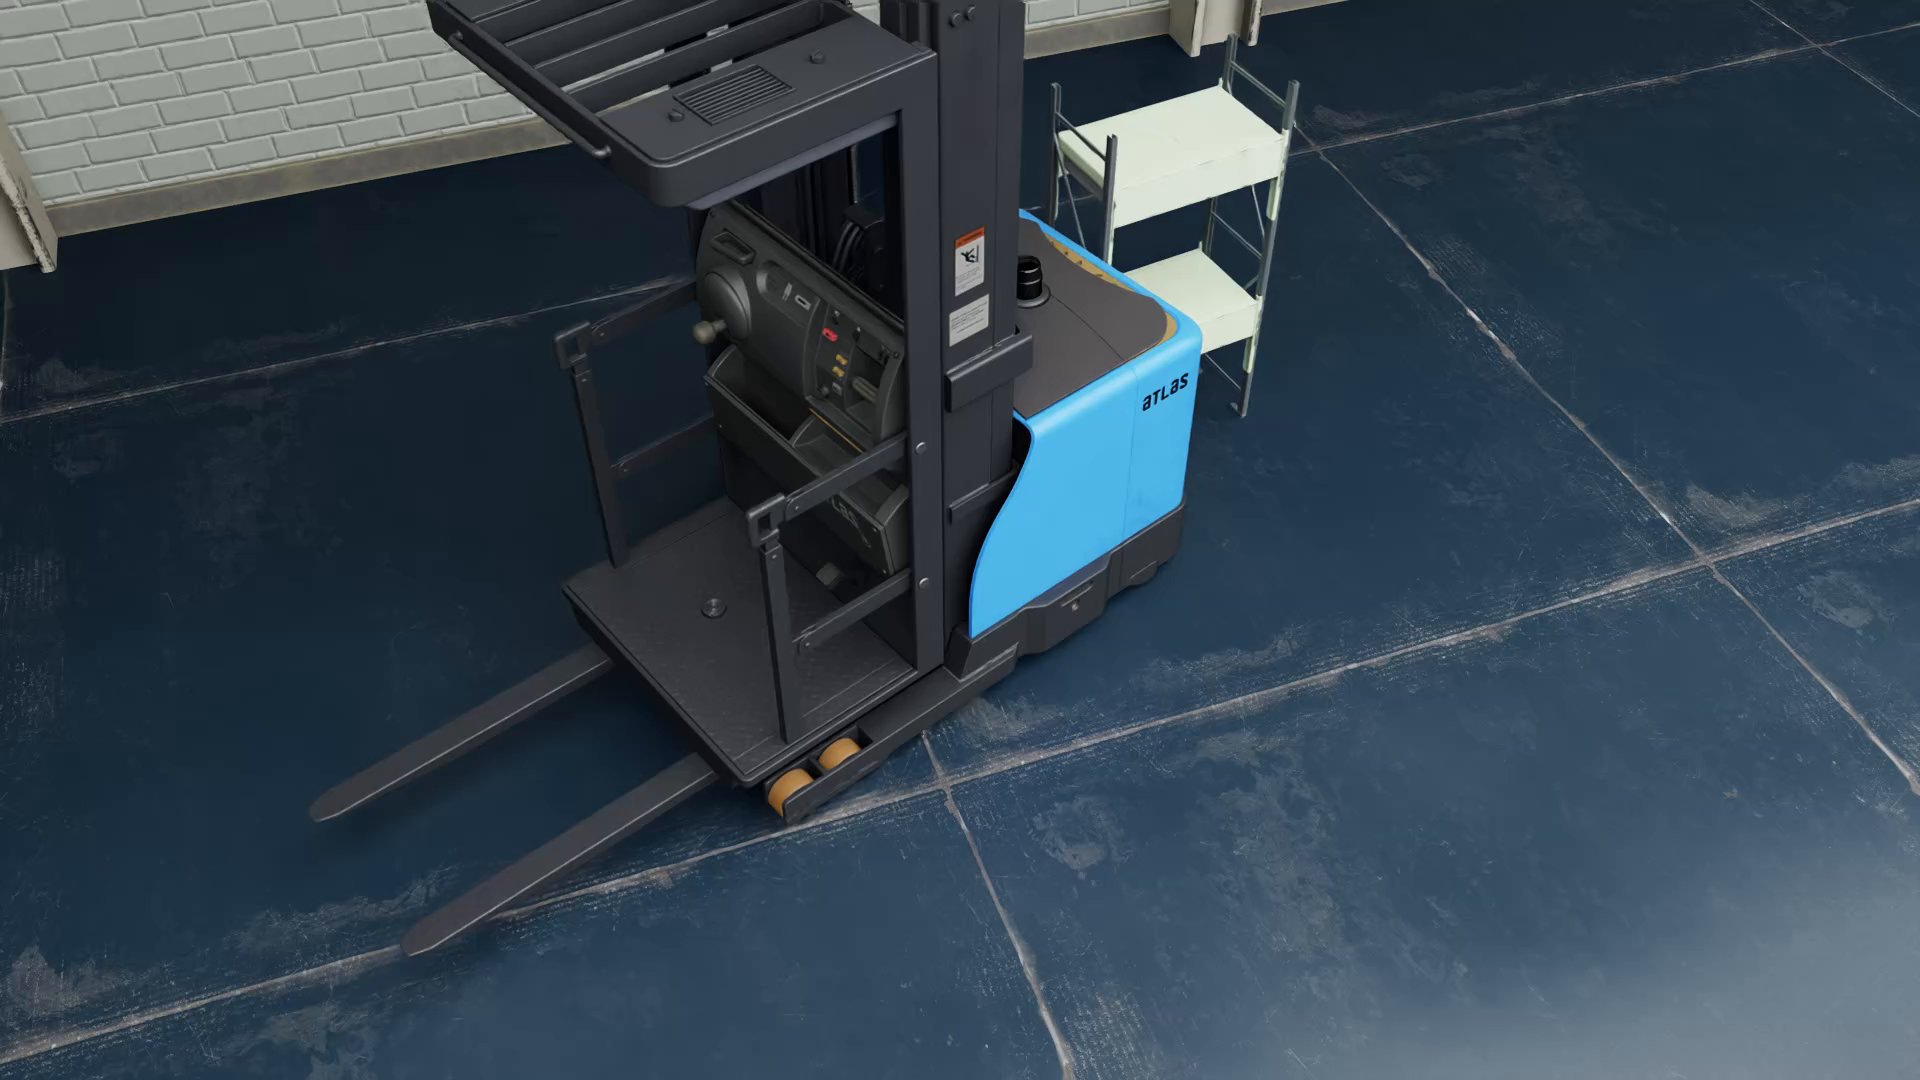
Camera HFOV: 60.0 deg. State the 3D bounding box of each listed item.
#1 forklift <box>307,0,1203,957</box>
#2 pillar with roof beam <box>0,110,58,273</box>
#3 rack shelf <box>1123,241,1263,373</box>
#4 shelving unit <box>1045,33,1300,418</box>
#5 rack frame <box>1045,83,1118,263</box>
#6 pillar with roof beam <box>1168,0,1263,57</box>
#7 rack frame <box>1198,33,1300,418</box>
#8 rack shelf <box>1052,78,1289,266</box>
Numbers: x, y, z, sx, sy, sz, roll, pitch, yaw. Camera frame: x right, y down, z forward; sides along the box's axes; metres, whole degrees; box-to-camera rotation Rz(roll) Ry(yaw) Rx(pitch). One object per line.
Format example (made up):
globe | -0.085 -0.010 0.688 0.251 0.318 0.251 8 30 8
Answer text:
forklift | -0.638 -0.559 4.738 3.031 2.935 1.130 -31 53 -27
pillar with roof beam | -2.829 -1.571 1.462 0.400 9.000 9.100 -14 47 -14
rack shelf | 0.736 -0.801 6.450 0.720 0.370 0.431 -21 49 -20
shelving unit | 0.736 -1.031 6.219 0.755 1.500 0.431 -21 49 -20
rack frame | 0.414 -0.908 6.097 0.023 1.500 0.400 -21 49 -20
pillar with roof beam | 2.814 -3.014 2.900 0.400 9.000 9.100 -14 47 -14
rack frame | 1.058 -1.154 6.341 0.023 1.500 0.400 -21 49 -20
rack shelf | 0.736 -1.307 5.942 0.720 0.370 0.431 -21 49 -20
